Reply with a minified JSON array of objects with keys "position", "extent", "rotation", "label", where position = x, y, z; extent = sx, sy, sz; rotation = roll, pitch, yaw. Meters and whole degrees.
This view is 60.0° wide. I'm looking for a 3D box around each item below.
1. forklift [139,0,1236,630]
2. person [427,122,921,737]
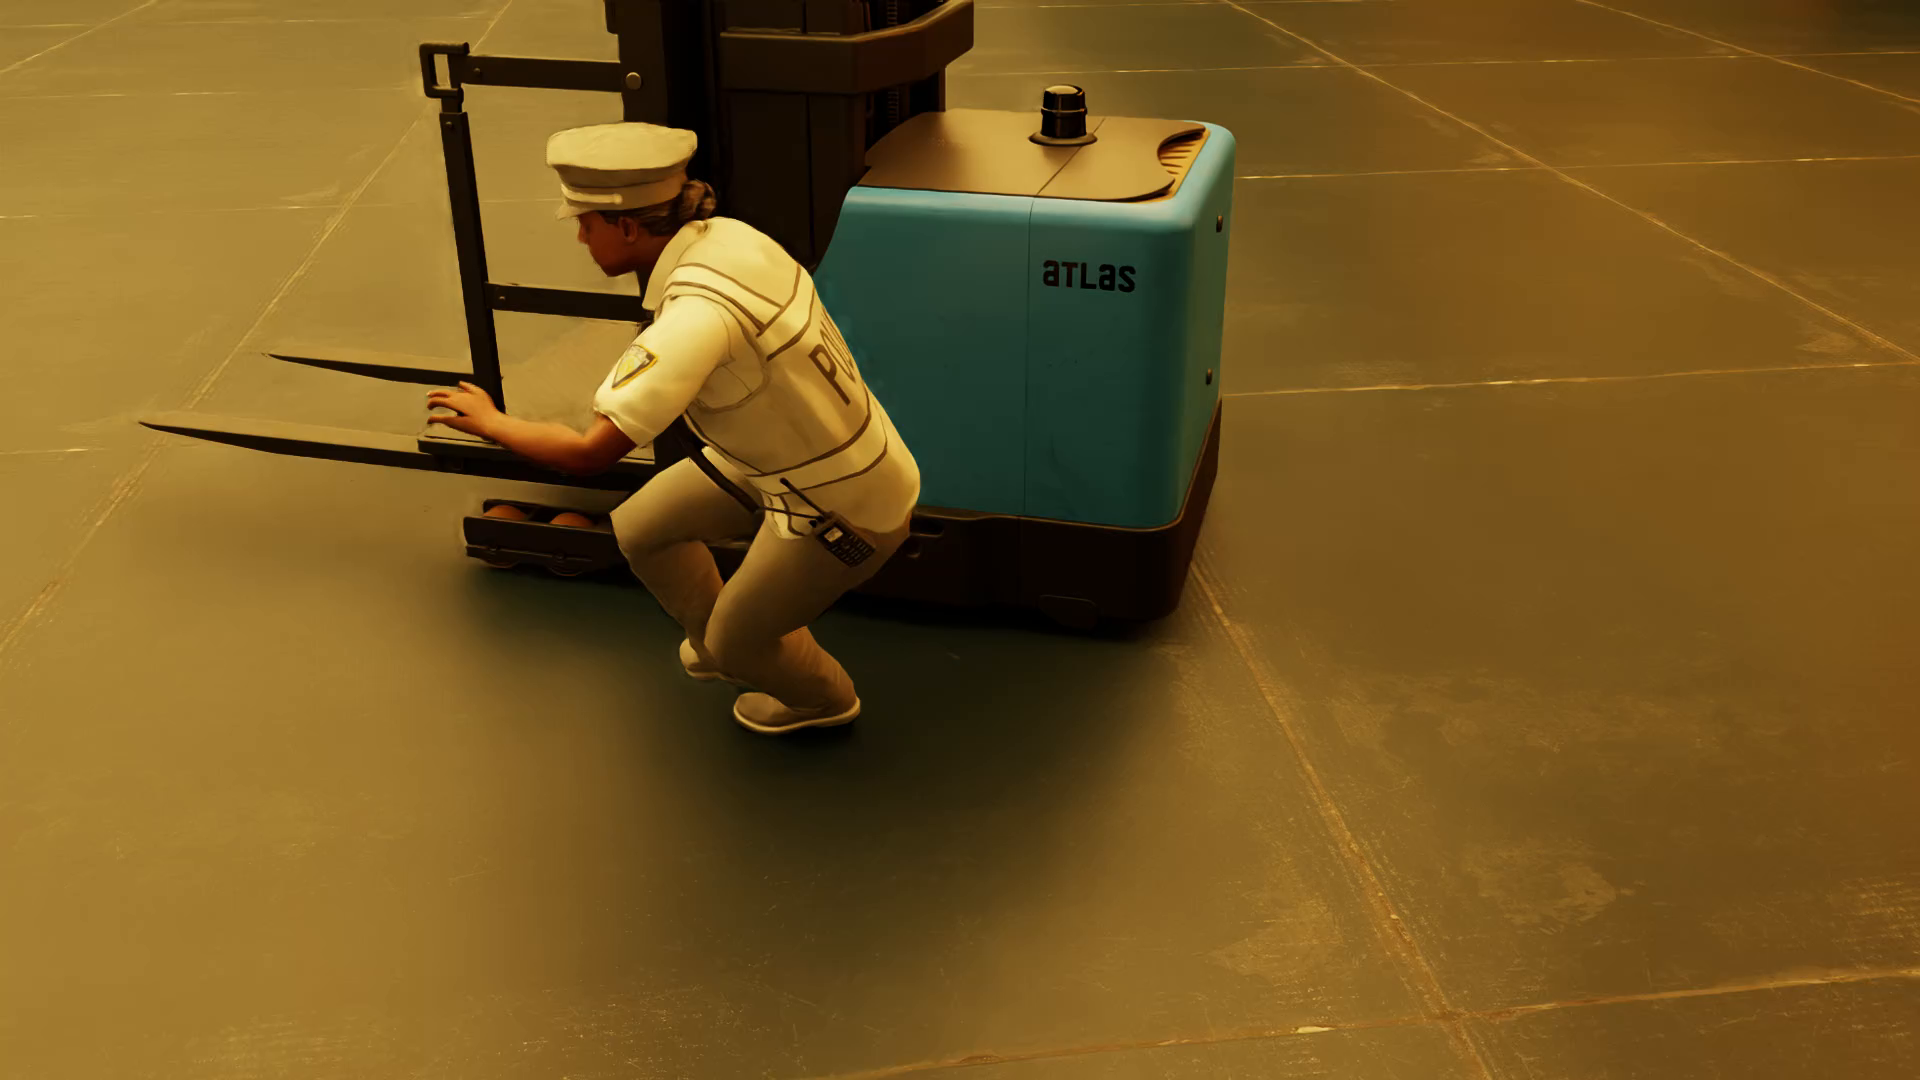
[{"position":[-0.825,-1.436,4.210],"extent":[3.031,2.935,1.130],"rotation":[6,26,13],"label":"forklift"},{"position":[-0.526,-0.097,3.169],"extent":[0.863,1.422,0.883],"rotation":[-6,26,-11],"label":"person"}]
